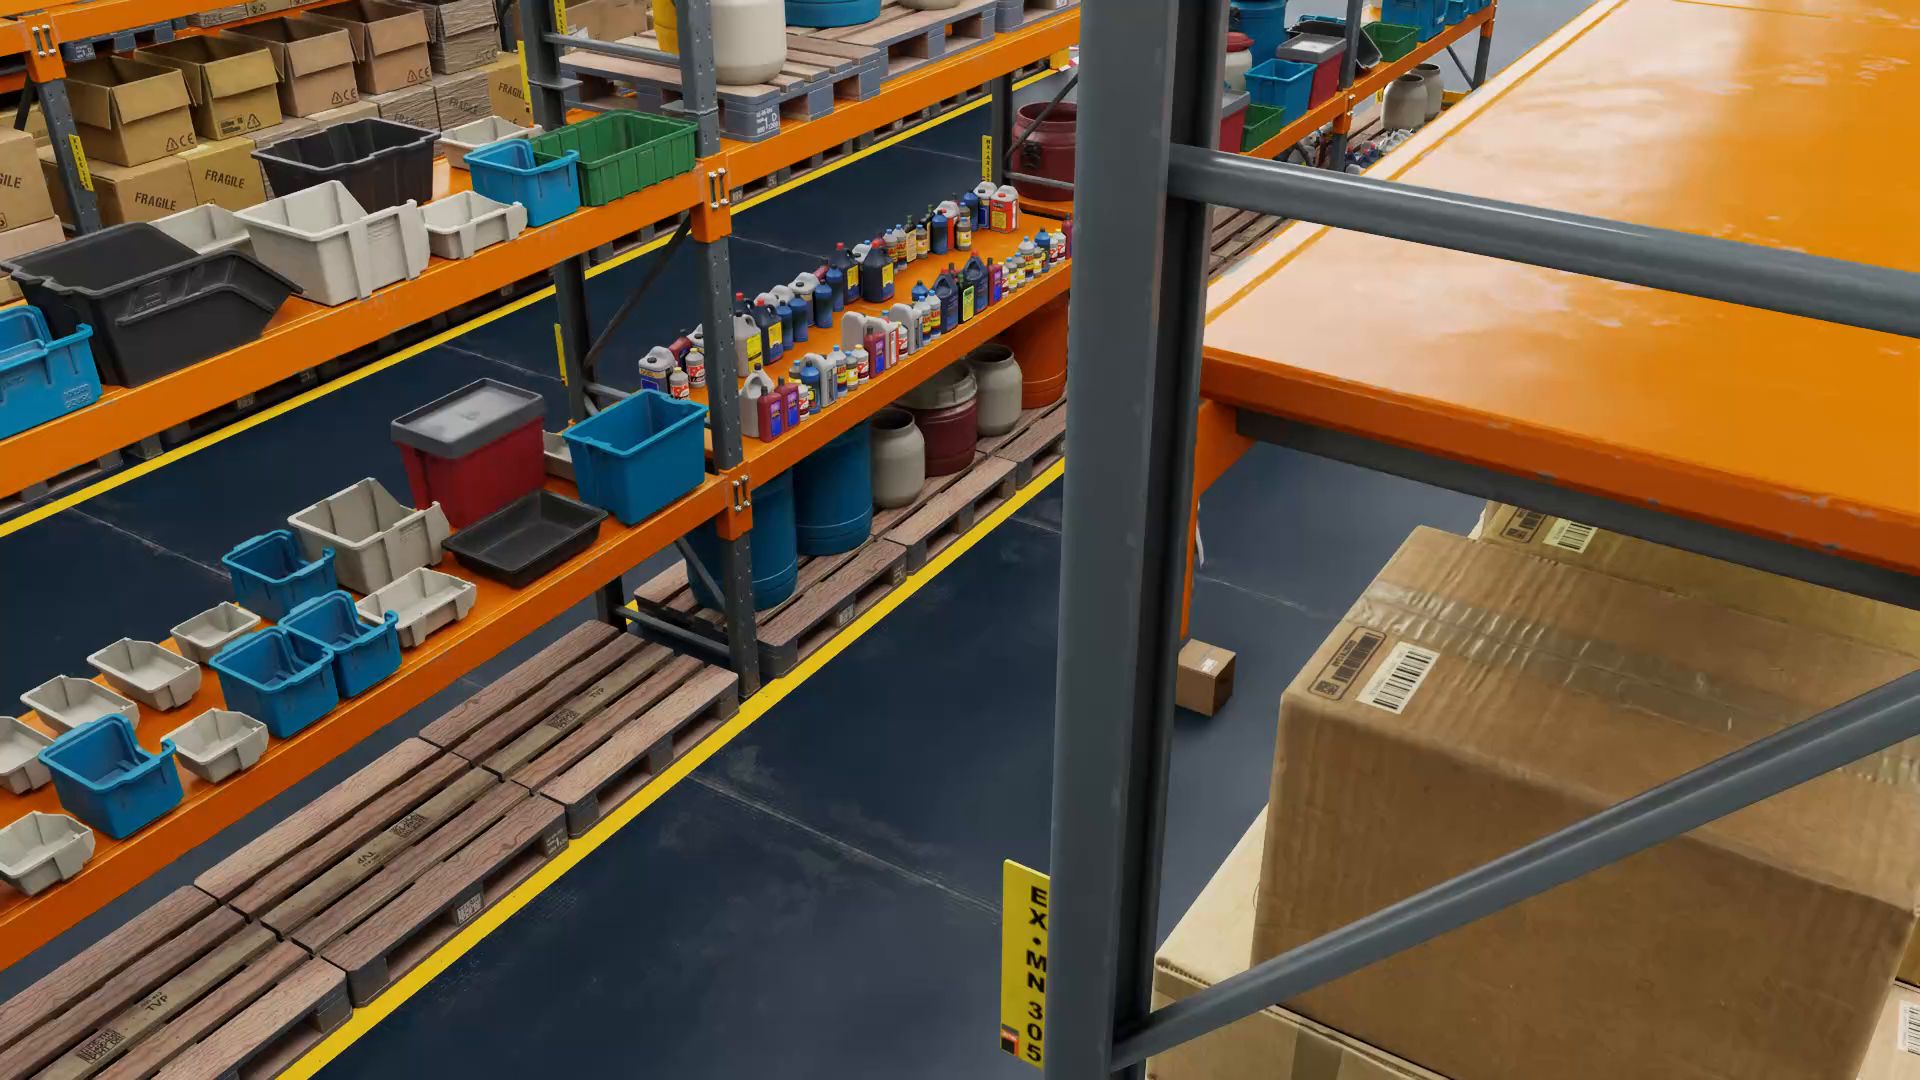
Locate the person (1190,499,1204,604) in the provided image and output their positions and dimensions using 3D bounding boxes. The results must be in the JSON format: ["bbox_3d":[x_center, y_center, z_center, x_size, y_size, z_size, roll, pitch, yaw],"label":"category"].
[{"bbox_3d":[1.024,-0.016,8.203,0.425,1.743,0.653,15,33,25],"label":"person"}]
